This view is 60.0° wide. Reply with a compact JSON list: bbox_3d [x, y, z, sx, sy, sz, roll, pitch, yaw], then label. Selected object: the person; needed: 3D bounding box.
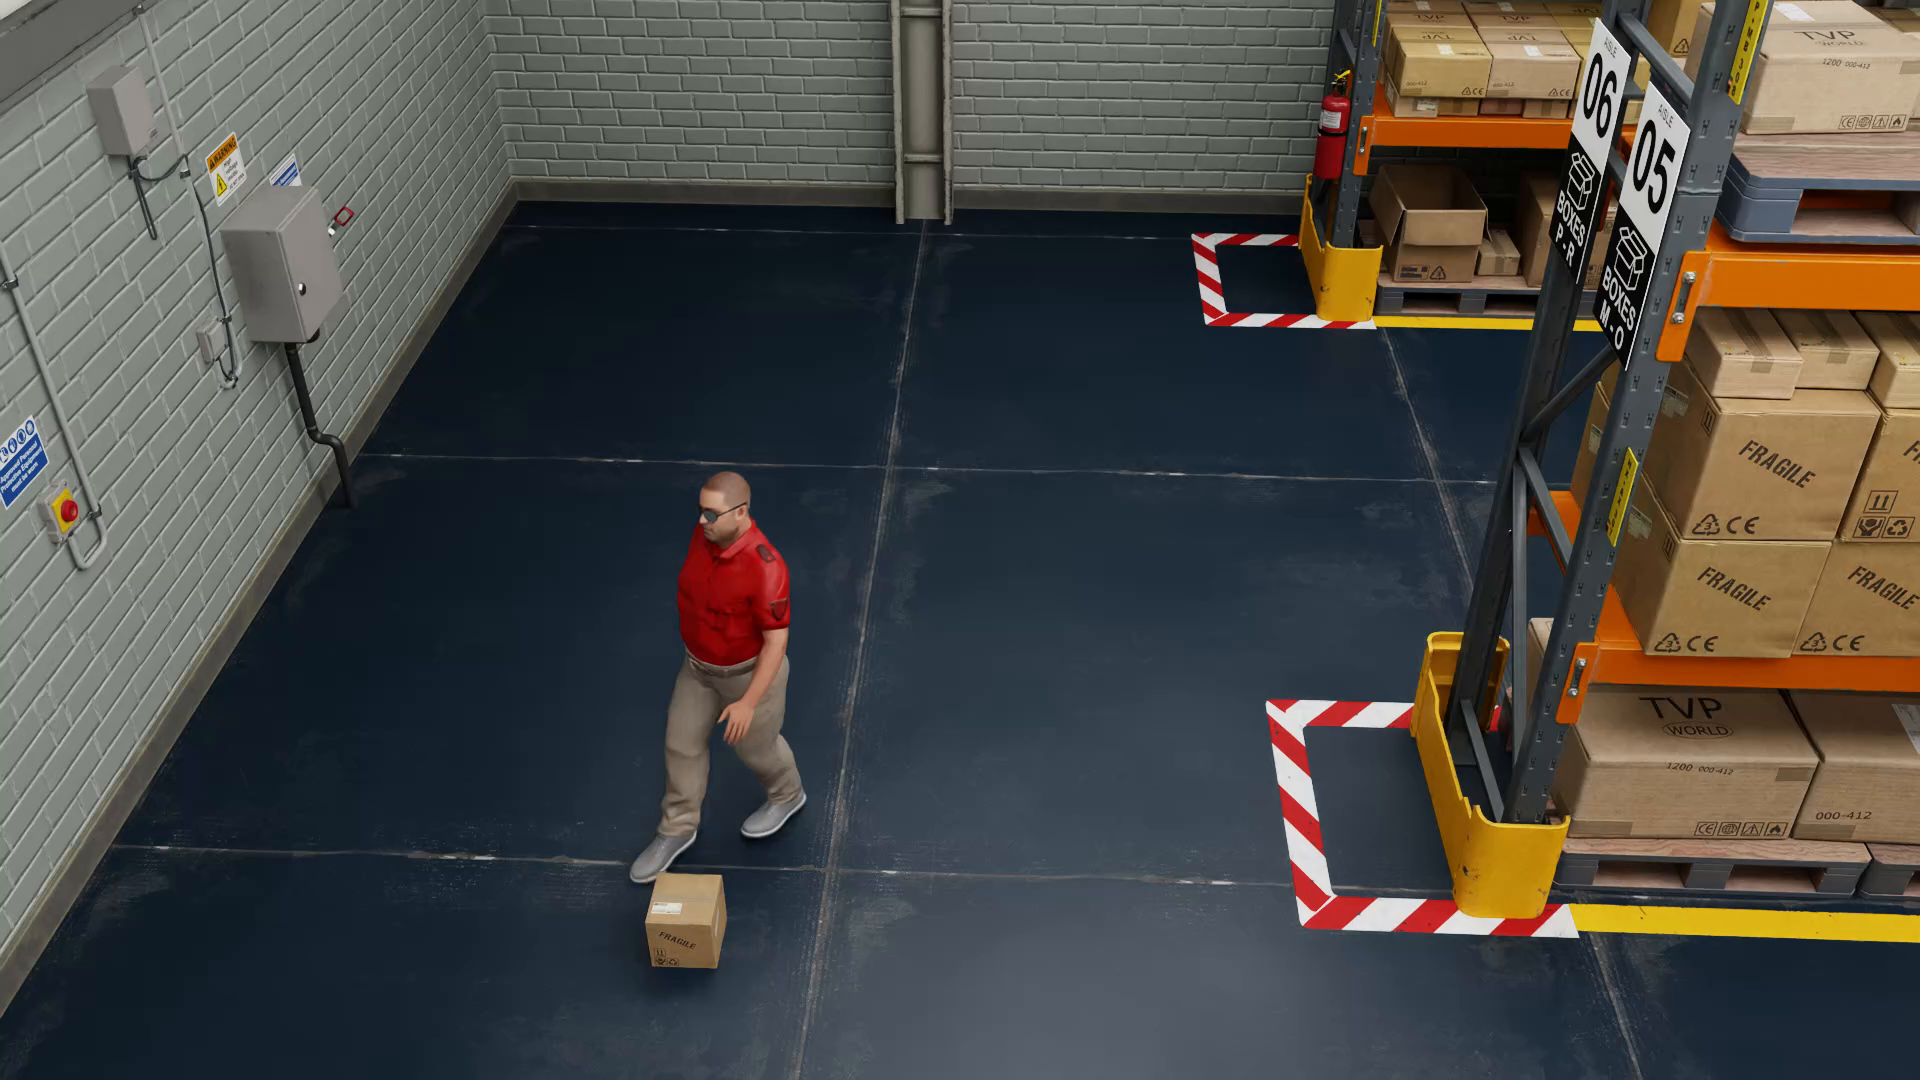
[{"bbox_3d":[-0.956,0.557,6.338,0.594,1.702,0.786,26,43,32],"label":"person"}]
